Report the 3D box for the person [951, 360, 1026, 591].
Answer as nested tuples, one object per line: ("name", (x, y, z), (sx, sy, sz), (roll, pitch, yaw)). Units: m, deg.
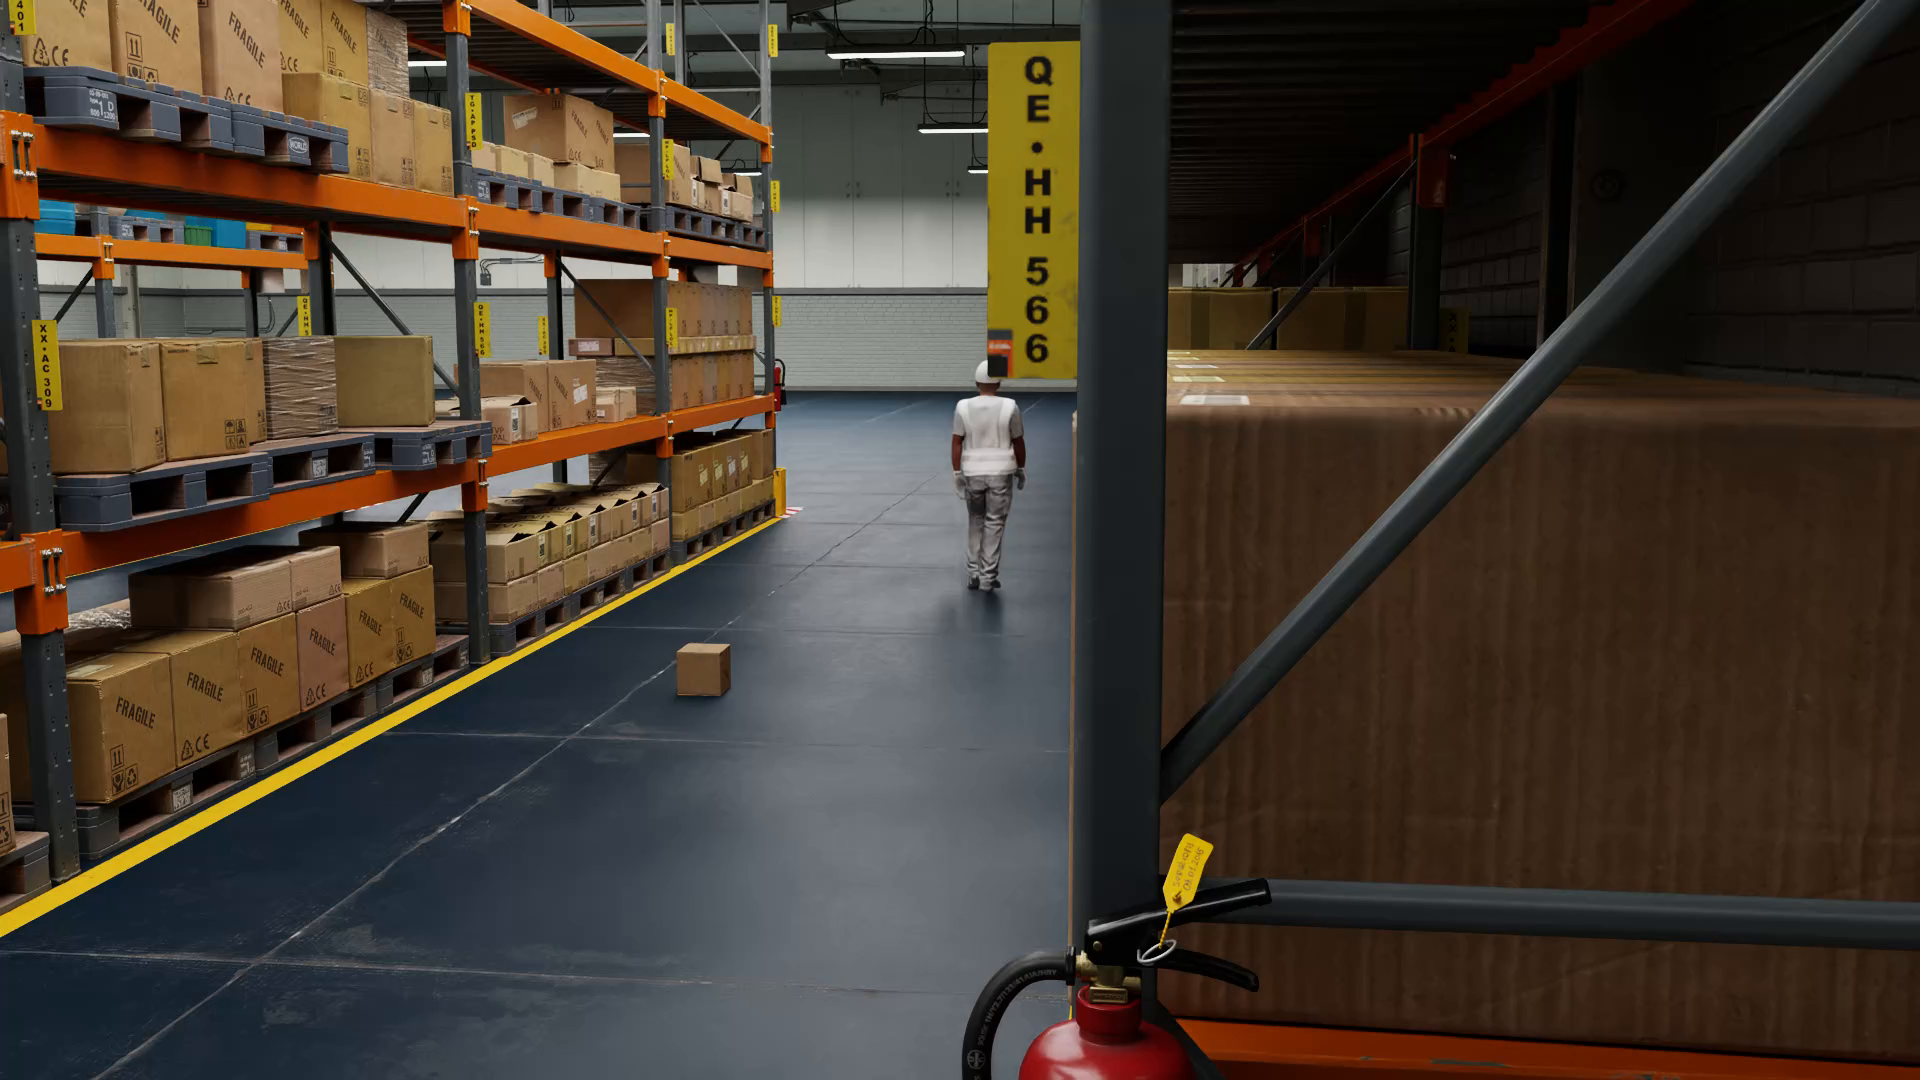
("person", (0.238, -0.471, 12.960), (0.544, 1.854, 0.602), (2, 8, 14))
